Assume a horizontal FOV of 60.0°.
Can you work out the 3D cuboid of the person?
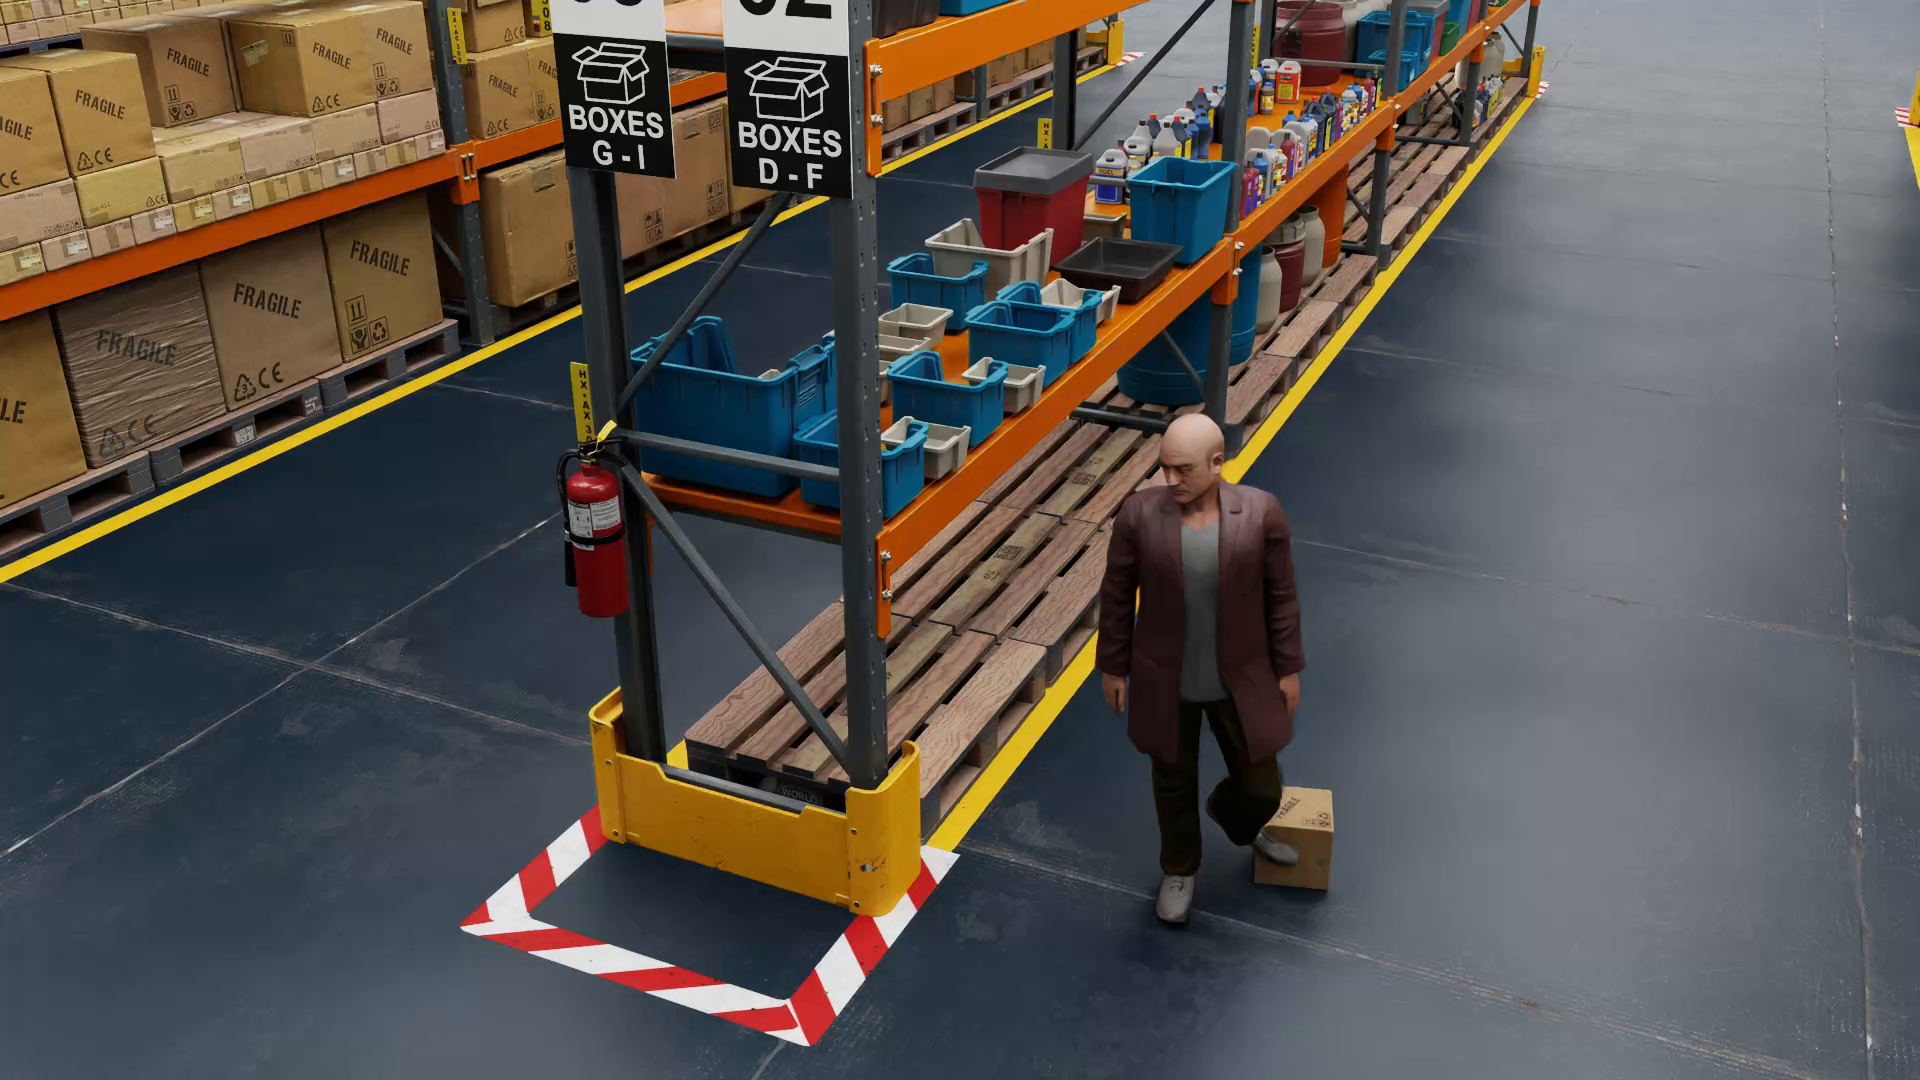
[{"bbox_3d":[0.791,0.412,5.307,0.720,1.772,0.549,4,26,8],"label":"person"}]
